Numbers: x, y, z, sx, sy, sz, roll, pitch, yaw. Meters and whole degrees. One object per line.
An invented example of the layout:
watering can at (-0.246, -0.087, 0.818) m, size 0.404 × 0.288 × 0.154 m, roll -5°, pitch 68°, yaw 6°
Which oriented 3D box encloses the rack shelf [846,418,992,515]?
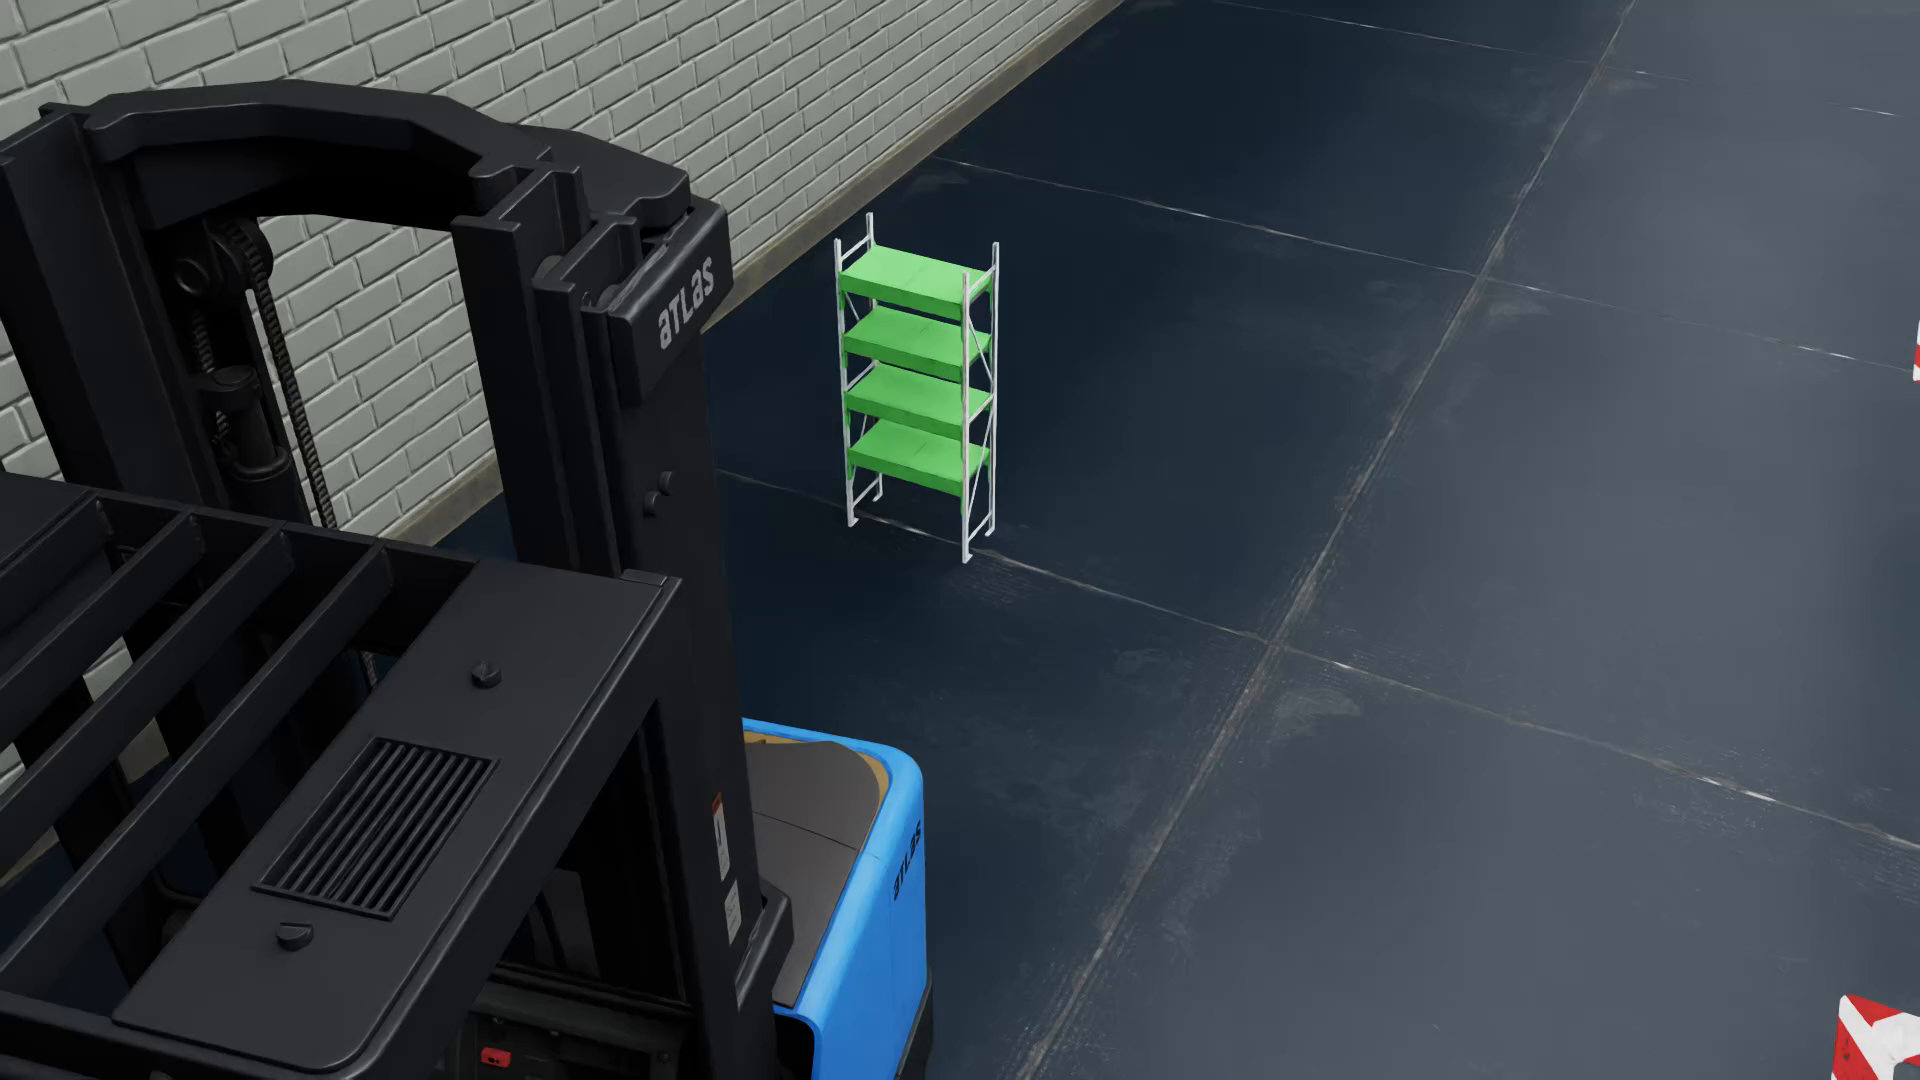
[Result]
rack shelf at (-0.147, -0.282, 6.132) m, size 0.480 × 0.148 × 0.258 m, roll 17°, pitch 41°, yaw 21°

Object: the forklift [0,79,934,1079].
forklift at (-0.947, 0.958, 2.563) m, size 1.130 × 2.935 × 3.031 m, roll 9°, pitch 38°, yaw 12°

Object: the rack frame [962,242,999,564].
rack frame at (0.070, -0.456, 5.858) m, size 0.015 × 1.200 × 0.240 m, roll 17°, pitch 41°, yaw 21°

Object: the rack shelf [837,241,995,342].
rack shelf at (-0.147, -0.855, 5.696) m, size 0.480 × 0.148 × 0.258 m, roll 17°, pitch 41°, yaw 21°

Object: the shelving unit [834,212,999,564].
shelving unit at (-0.147, -0.524, 5.948) m, size 0.503 × 1.200 × 0.258 m, roll 17°, pitch 41°, yaw 21°

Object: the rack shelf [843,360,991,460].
rack shelf at (-0.147, -0.473, 5.987) m, size 0.480 × 0.148 × 0.258 m, roll 17°, pitch 41°, yaw 21°

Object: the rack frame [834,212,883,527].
rack frame at (-0.364, -0.592, 6.037) m, size 0.015 × 1.200 × 0.240 m, roll 17°, pitch 41°, yaw 21°

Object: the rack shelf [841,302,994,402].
rack shelf at (-0.147, -0.664, 5.841) m, size 0.480 × 0.148 × 0.258 m, roll 17°, pitch 41°, yaw 21°
